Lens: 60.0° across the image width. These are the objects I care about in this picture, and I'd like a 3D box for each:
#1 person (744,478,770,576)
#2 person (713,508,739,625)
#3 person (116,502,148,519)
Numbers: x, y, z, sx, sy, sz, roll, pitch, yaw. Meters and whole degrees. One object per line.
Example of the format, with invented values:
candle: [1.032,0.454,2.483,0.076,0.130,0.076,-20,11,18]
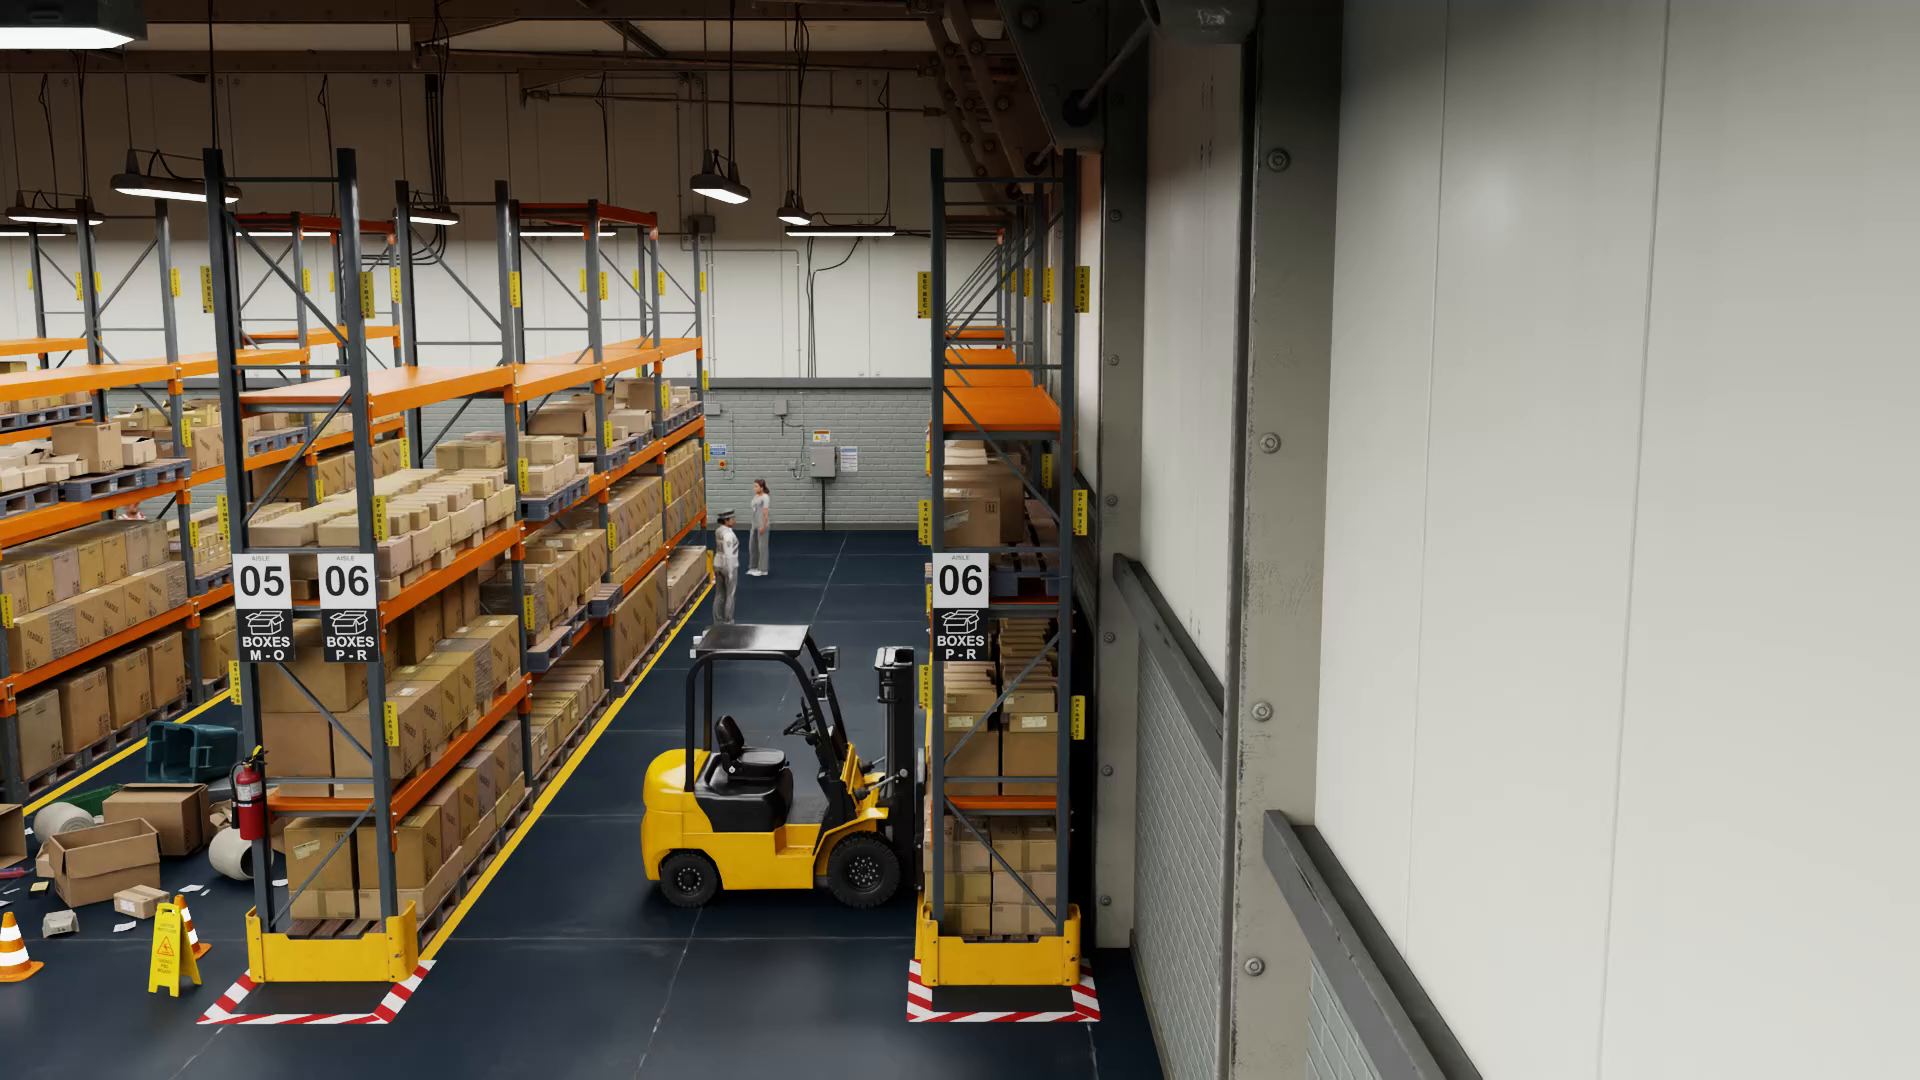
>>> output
person: [-3.459,-0.197,28.630,0.407,1.698,0.509,-7,11,-37]
person: [-3.191,0.402,22.779,0.482,1.689,0.365,9,12,43]
person: [-12.704,0.218,25.568,0.554,1.804,0.548,-3,10,-20]
